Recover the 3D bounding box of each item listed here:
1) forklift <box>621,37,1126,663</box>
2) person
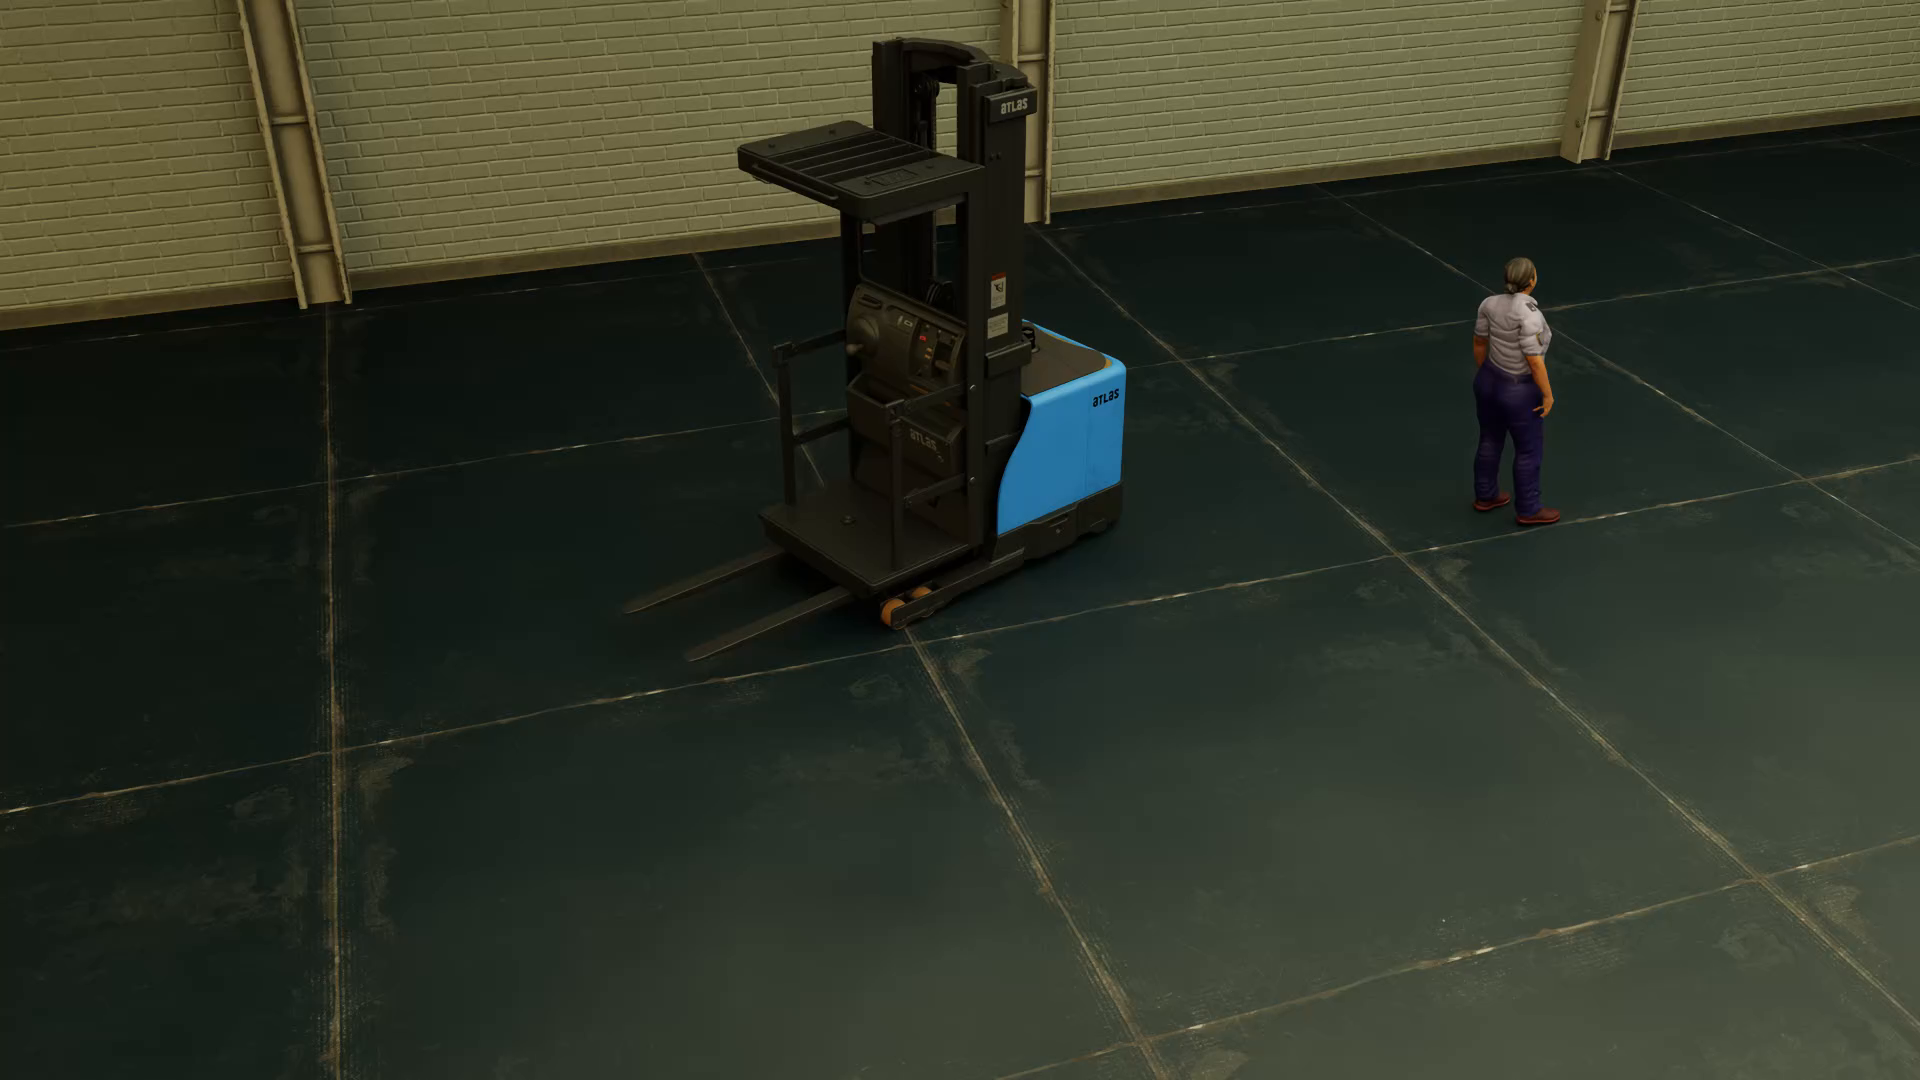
[{"bbox_3d":[-0.461,-1.072,8.951,3.031,2.935,1.130,-23,37,-34],"label":"forklift"},{"bbox_3d":[3.360,-0.910,9.942,0.501,1.651,0.595,-15,33,-24],"label":"person"}]
